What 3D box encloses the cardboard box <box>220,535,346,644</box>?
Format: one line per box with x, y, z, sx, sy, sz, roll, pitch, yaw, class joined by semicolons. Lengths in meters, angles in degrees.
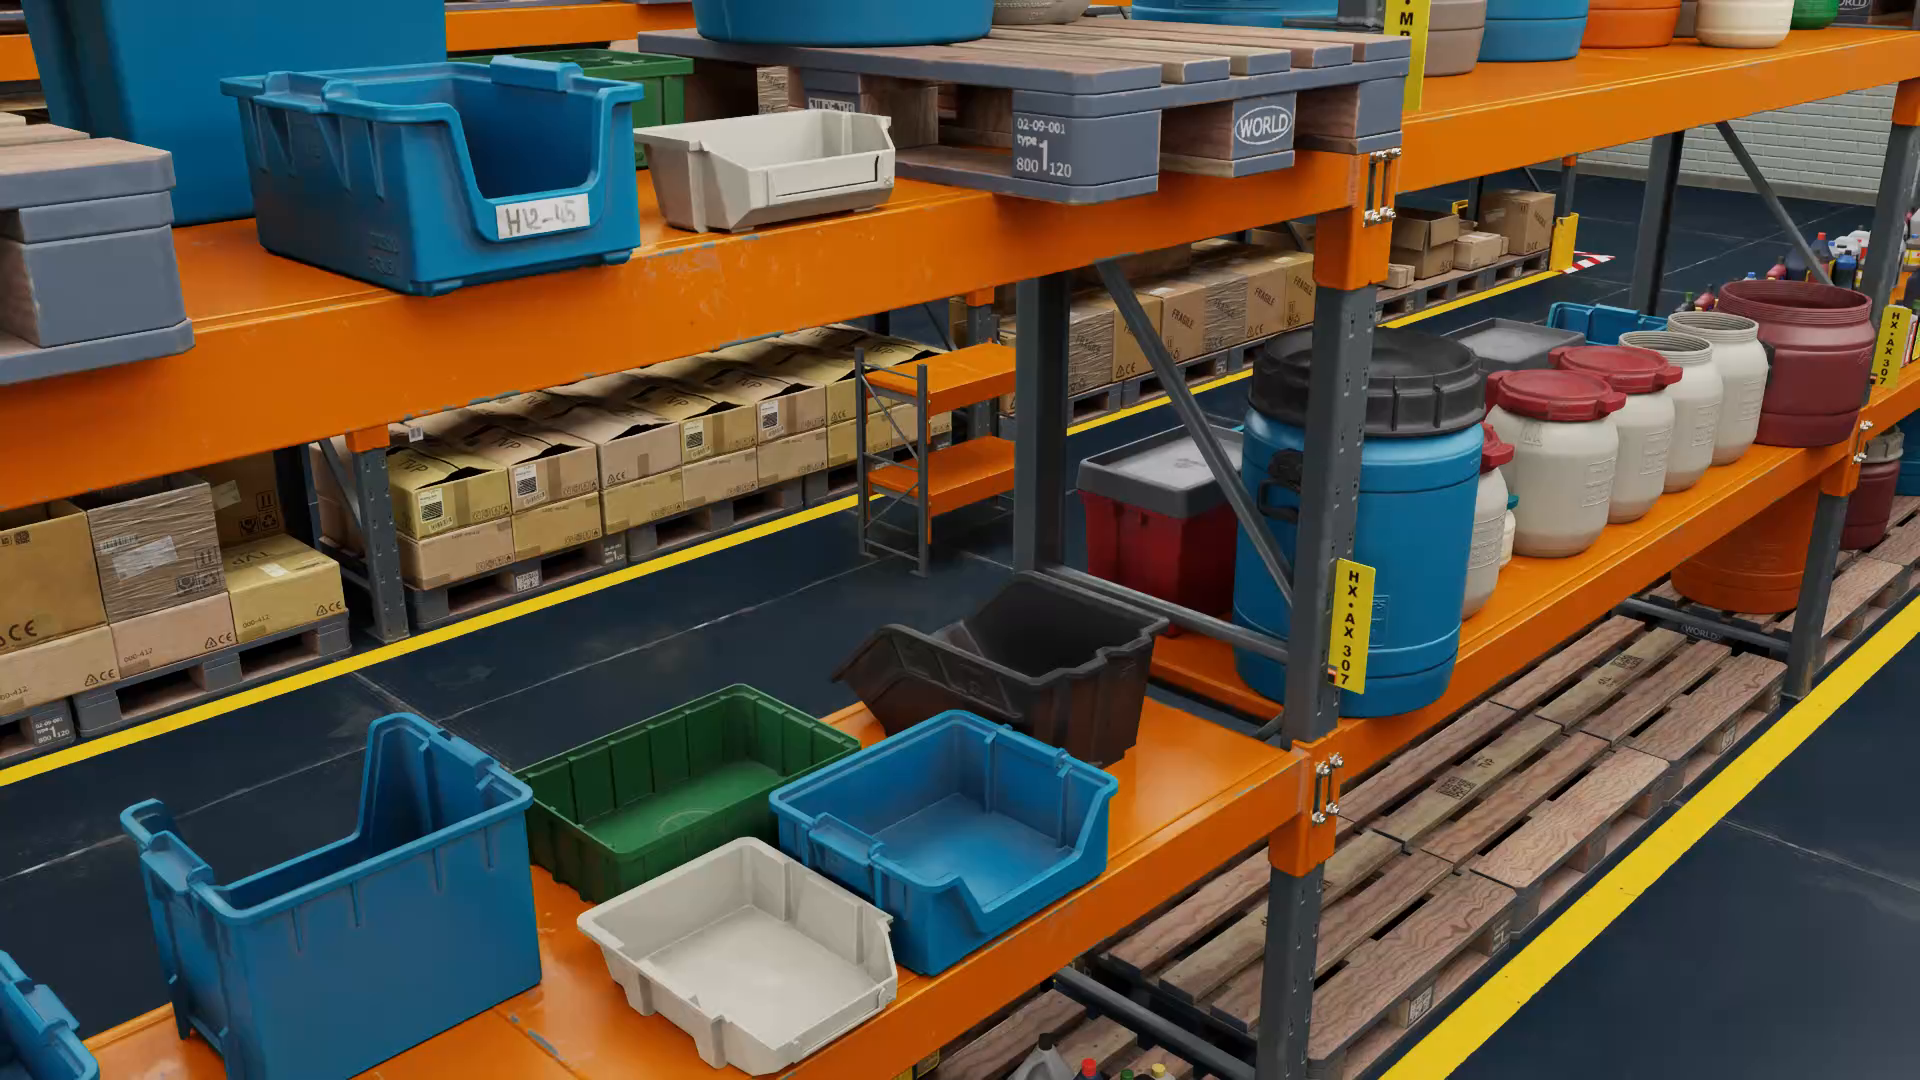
-3.167;0.216;7.579;0.500;0.250;0.500;19;28;41;cardboard box

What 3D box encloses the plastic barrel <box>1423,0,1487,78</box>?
1.202;-1.792;4.676;0.600;0.901;0.600;0;21;0;plastic barrel

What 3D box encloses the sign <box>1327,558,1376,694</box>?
0.933;0.207;3.970;0.100;0.325;0.005;19;28;41;sign

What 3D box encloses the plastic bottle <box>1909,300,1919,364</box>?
4.319;-0.951;7.530;0.061;0.283;0.133;19;28;41;plastic bottle

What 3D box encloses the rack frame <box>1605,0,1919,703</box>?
3.337;-0.833;7.060;1.000;3.000;0.127;19;28;41;rack frame

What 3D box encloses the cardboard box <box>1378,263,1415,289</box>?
3.625;-2.263;14.118;0.380;0.166;0.250;19;28;41;cardboard box

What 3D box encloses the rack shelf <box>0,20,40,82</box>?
-4.395;-1.596;5.867;1.077;0.370;4.000;19;28;41;rack shelf

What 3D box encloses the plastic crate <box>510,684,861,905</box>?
-0.603;0.573;3.699;0.450;0.188;0.662;19;28;41;plastic crate

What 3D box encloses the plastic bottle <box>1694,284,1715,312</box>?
3.474;-1.048;7.784;0.061;0.283;0.133;19;28;41;plastic bottle

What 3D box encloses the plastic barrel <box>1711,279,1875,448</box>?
3.230;-0.701;6.528;0.600;0.536;0.708;19;28;41;plastic barrel

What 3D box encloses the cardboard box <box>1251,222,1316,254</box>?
2.775;-2.358;13.899;0.500;0.500;0.500;19;28;41;cardboard box

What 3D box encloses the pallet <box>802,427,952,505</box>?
-0.812;-0.570;10.264;1.003;0.211;1.213;19;28;41;pallet

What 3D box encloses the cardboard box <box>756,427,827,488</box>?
-1.112;-0.528;9.514;0.500;0.250;0.500;-19;28;-41;cardboard box

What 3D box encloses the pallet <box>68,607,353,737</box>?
-3.585;0.450;7.609;1.003;0.211;1.213;19;28;41;pallet

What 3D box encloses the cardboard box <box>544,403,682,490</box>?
-1.820;-0.524;8.723;0.500;0.311;0.500;18;27;39;cardboard box

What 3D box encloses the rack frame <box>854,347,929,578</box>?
-0.350;-0.396;8.537;0.500;1.125;0.032;19;28;41;rack frame

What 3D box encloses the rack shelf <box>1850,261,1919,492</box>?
4.732;-1.011;8.527;1.077;0.370;4.000;19;28;41;rack shelf

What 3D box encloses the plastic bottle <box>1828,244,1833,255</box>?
4.555;-1.432;8.798;0.097;0.271;0.097;0;21;0;plastic bottle

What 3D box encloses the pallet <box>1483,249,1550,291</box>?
4.763;-2.603;15.554;1.003;0.211;1.213;19;28;41;pallet

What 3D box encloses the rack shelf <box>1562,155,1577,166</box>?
3.976;-3.280;14.430;1.077;0.370;4.000;19;28;41;rack shelf

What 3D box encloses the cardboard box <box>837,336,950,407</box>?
-0.399;-1.052;10.095;0.500;0.311;0.500;-19;28;-41;cardboard box

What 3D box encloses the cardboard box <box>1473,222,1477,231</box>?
4.833;-2.983;16.015;0.380;0.149;0.250;19;28;41;cardboard box

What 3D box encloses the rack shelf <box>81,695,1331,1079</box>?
-0.849;1.045;3.177;1.077;0.370;4.000;19;28;41;rack shelf

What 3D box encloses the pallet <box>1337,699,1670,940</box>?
1.918;0.970;6.256;1.003;0.211;1.213;19;28;41;pallet

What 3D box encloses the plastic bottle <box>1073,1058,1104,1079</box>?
0.304;1.464;4.163;0.144;0.351;0.185;18;28;39;plastic bottle

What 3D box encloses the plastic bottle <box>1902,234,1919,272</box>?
5.378;-1.624;9.396;0.097;0.201;0.097;0;21;0;plastic bottle

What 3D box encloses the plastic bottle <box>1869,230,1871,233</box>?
5.176;-1.660;9.393;0.097;0.271;0.097;0;21;0;plastic bottle

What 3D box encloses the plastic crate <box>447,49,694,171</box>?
-0.749;-0.768;3.007;0.336;0.188;0.450;19;28;41;plastic crate

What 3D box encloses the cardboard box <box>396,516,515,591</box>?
-2.541;0.000;8.140;0.500;0.250;0.500;18;28;39;cardboard box

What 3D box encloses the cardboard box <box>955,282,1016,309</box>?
0.311;-1.777;11.342;0.500;0.250;0.500;-19;28;-40;cardboard box

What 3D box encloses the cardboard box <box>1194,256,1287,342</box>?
2.091;-1.817;12.491;0.500;0.500;0.500;19;28;41;cardboard box

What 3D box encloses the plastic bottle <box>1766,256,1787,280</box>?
4.111;-1.283;8.394;0.061;0.283;0.133;19;28;41;plastic bottle

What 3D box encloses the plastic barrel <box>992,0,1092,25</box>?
0.105;-1.391;3.592;0.421;0.512;0.421;0;21;0;plastic barrel

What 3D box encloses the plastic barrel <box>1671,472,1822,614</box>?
3.666;-0.146;7.713;0.600;0.830;0.708;19;28;41;plastic barrel

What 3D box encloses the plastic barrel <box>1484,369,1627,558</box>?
1.883;-0.248;5.349;0.433;0.535;0.433;0;21;0;plastic barrel

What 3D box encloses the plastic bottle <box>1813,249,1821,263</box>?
4.376;-1.350;8.567;0.061;0.283;0.133;19;28;41;plastic bottle

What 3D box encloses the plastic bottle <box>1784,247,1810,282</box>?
4.251;-1.345;8.461;0.144;0.351;0.185;19;28;41;plastic bottle

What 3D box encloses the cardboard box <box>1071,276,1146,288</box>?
0.998;-1.681;12.137;0.500;0.500;0.500;18;27;39;cardboard box

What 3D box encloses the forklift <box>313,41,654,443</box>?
-2.924;-2.283;10.929;1.130;2.935;3.031;15;26;34;forklift

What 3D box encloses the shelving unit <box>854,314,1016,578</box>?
0.005;-0.527;8.877;0.538;1.125;1.048;19;28;41;shelving unit

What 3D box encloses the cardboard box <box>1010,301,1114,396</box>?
0.674;-1.294;11.130;0.500;0.500;0.500;18;27;39;cardboard box

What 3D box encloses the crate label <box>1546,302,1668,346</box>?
2.450;-0.662;6.566;0.502;0.435;0.616;19;28;41;crate label

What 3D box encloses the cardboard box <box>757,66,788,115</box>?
-1.818;-4.093;14.961;0.500;0.500;0.500;19;28;41;cardboard box

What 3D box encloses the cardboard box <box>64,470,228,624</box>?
-3.524;-0.008;7.117;0.500;0.500;0.500;19;28;41;cardboard box

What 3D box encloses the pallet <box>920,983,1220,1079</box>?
0.048;1.659;4.464;1.003;0.211;1.213;19;28;41;pallet

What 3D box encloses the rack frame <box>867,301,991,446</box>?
-0.210;-2.074;10.288;1.000;3.000;0.127;19;28;41;rack frame

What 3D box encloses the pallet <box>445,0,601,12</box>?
-2.394;-2.586;7.708;0.805;0.209;1.217;18;27;39;pallet

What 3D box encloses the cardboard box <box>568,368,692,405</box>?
-1.861;-0.787;9.406;0.500;0.311;0.500;19;28;40;cardboard box
